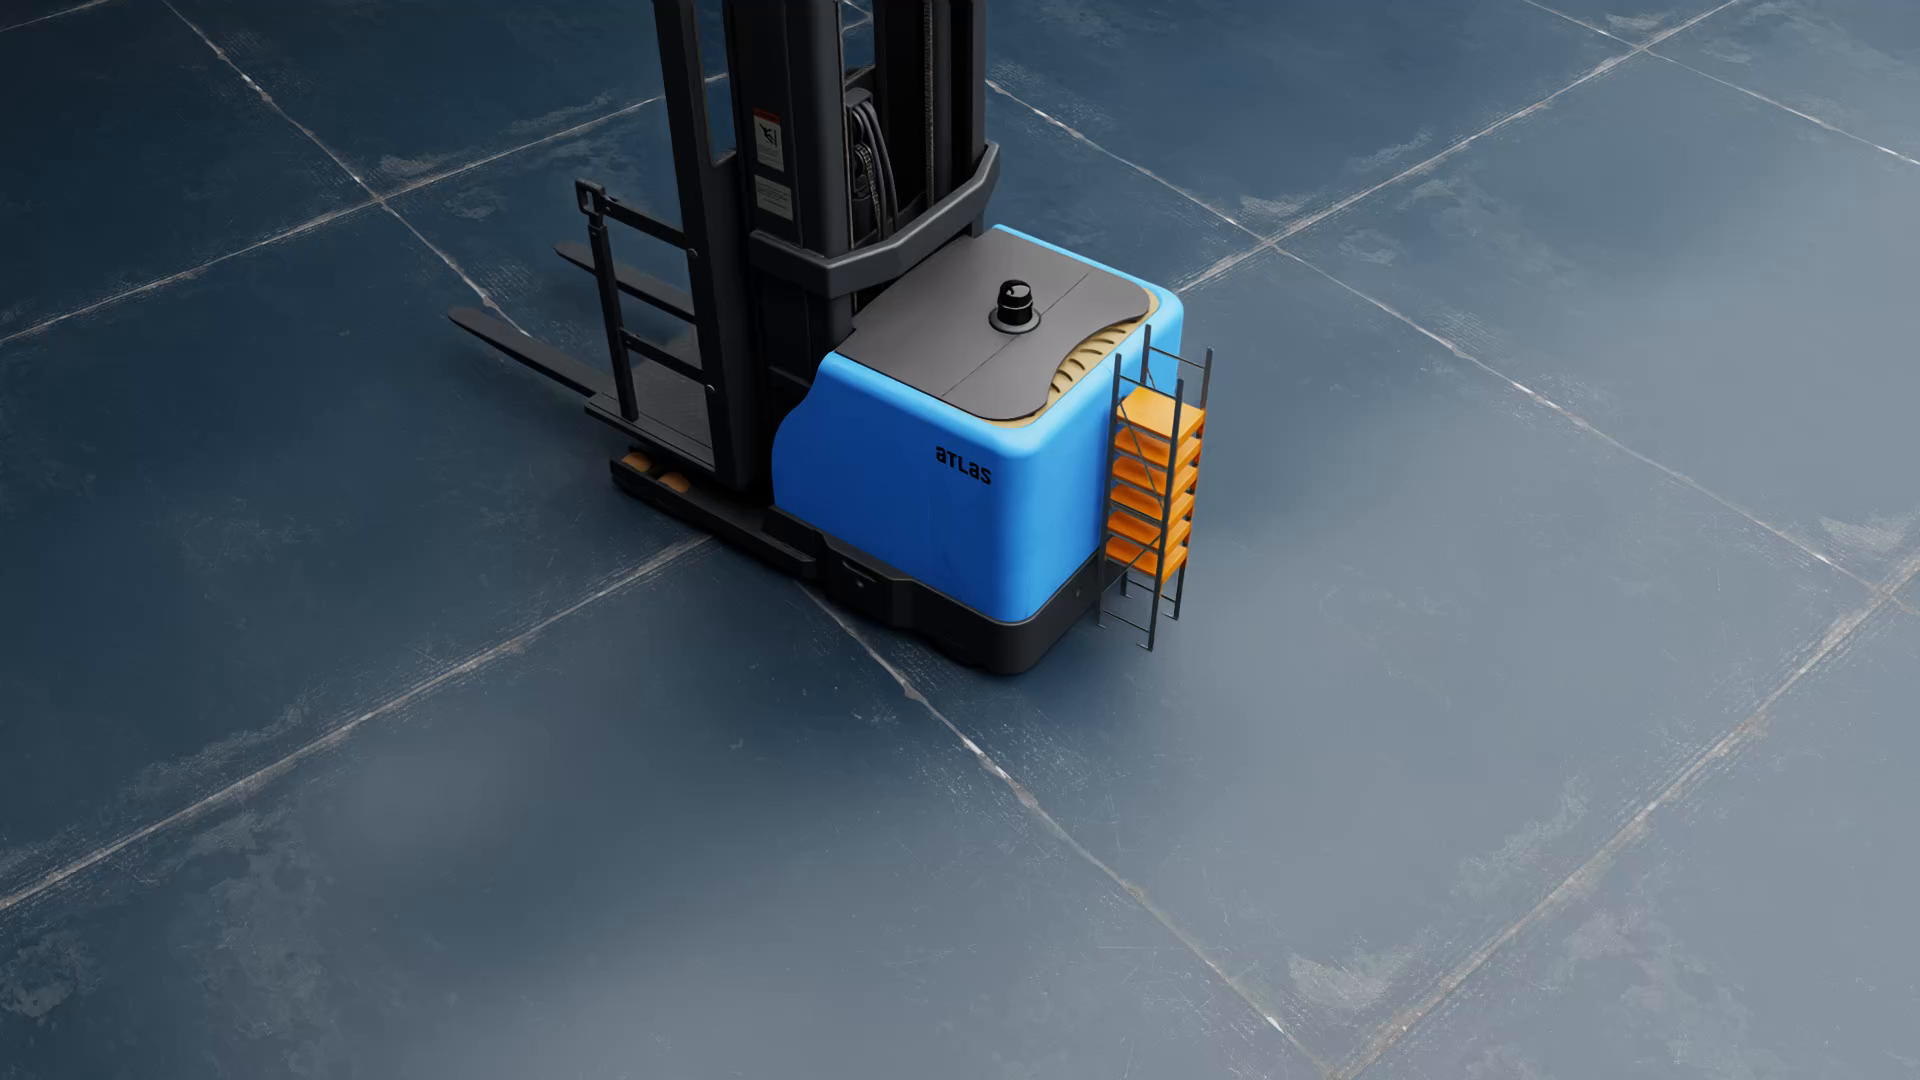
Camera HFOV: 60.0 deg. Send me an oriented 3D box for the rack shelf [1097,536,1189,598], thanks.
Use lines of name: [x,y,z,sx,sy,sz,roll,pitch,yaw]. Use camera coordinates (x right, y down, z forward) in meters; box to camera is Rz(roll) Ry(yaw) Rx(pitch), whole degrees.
rack shelf: [0.630,0.063,5.721,0.258,0.103,0.180,25,49,25]

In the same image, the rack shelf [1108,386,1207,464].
rack shelf: [0.630,-0.374,5.311,0.258,0.103,0.180,25,49,25]

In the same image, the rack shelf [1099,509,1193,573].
rack shelf: [0.630,-0.024,5.639,0.258,0.103,0.180,25,49,25]

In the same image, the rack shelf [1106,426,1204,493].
rack shelf: [0.630,-0.286,5.393,0.258,0.103,0.180,25,49,25]

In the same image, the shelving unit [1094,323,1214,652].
shelving unit: [0.630,-0.144,5.527,0.258,1.200,0.189,25,49,25]

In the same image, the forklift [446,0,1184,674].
forklift: [-0.725,-1.430,5.632,3.031,2.935,1.130,26,49,25]

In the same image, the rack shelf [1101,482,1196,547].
rack shelf: [0.630,-0.111,5.557,0.258,0.103,0.180,25,49,25]

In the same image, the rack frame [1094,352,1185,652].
rack frame: [0.578,-0.092,5.472,0.240,1.200,0.006,25,49,25]

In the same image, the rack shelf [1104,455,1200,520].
rack shelf: [0.630,-0.199,5.475,0.258,0.103,0.180,25,49,25]

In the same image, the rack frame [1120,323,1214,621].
rack frame: [0.682,-0.195,5.582,0.240,1.200,0.006,25,49,25]
